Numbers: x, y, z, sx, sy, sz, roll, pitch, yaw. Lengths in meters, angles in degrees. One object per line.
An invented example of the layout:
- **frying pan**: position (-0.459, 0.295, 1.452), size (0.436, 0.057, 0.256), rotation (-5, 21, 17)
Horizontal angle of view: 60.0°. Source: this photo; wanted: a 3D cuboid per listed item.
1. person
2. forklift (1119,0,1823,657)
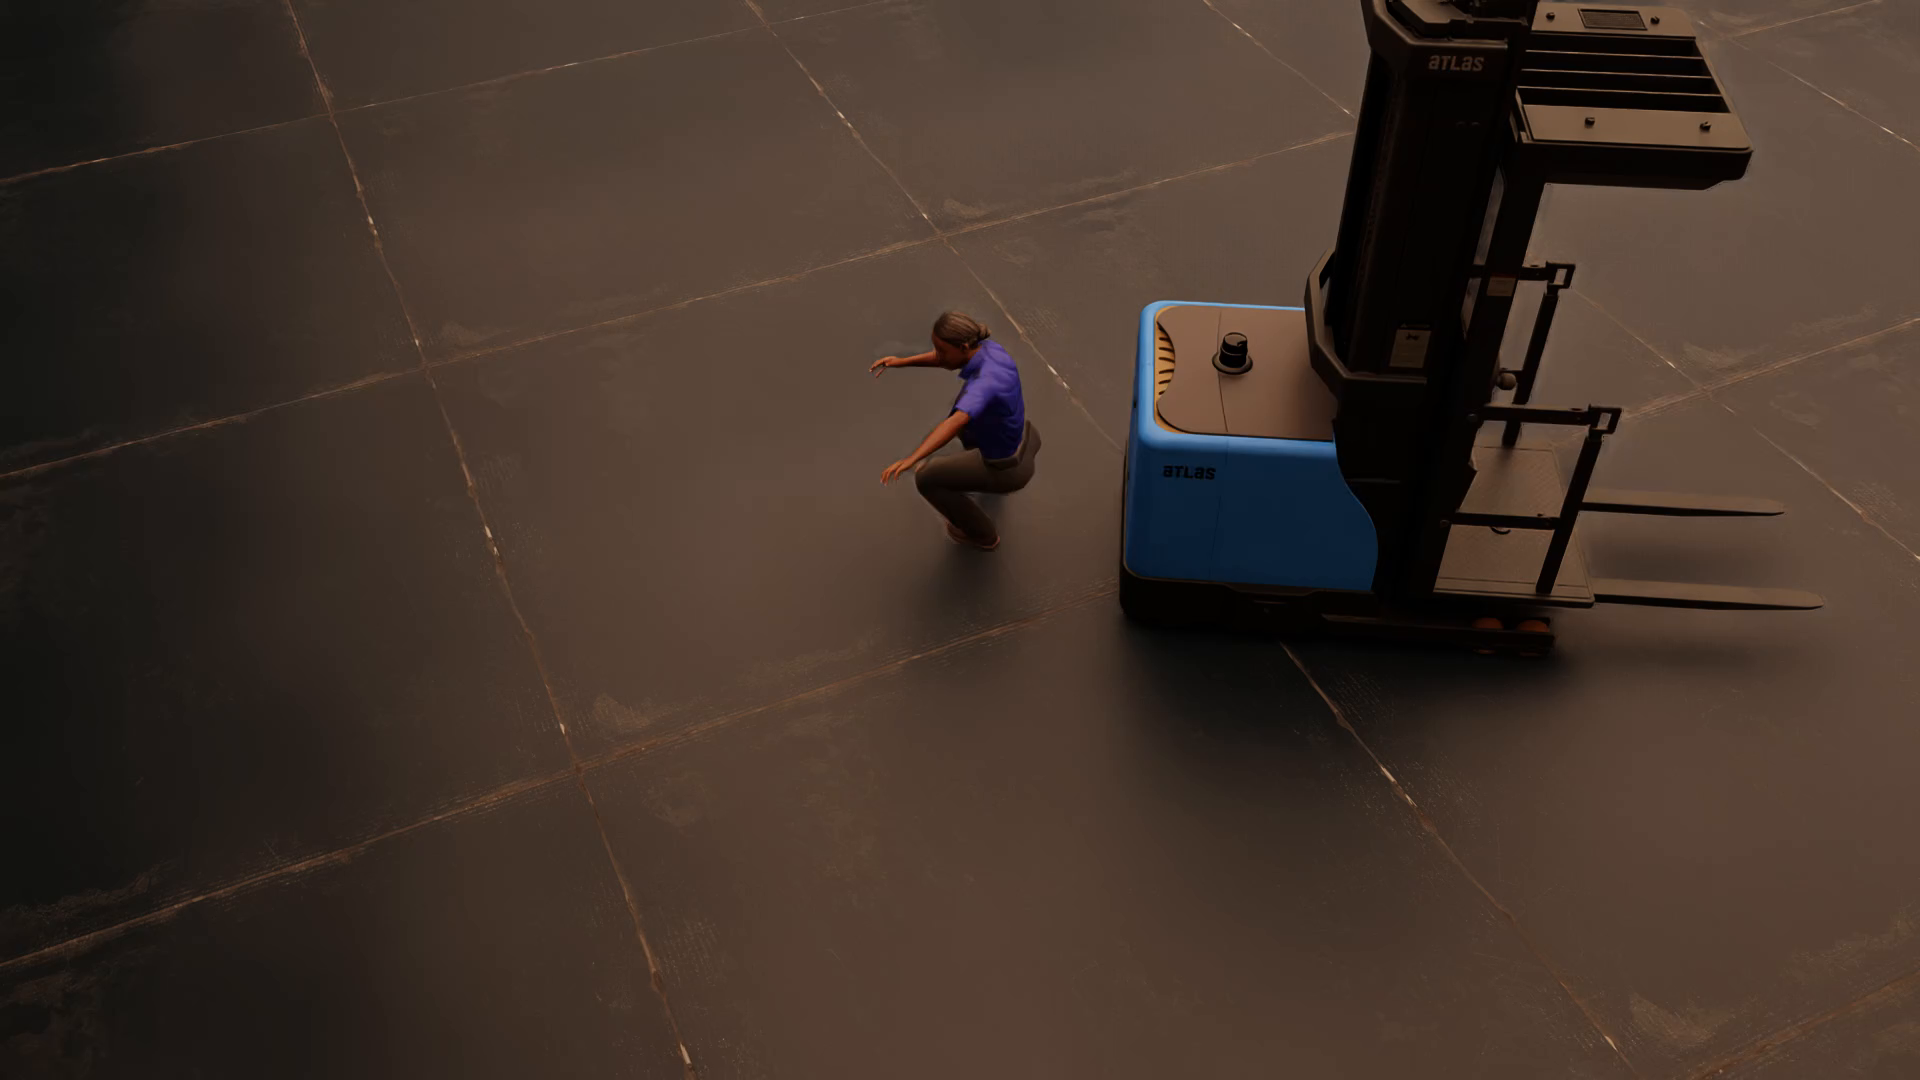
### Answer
- **person**: position (-0.036, -0.415, 7.278), size (0.756, 1.378, 1.518), rotation (8, 44, 8)
- **forklift**: position (2.260, -0.943, 6.691), size (3.031, 2.935, 1.130), rotation (4, 43, 4)
